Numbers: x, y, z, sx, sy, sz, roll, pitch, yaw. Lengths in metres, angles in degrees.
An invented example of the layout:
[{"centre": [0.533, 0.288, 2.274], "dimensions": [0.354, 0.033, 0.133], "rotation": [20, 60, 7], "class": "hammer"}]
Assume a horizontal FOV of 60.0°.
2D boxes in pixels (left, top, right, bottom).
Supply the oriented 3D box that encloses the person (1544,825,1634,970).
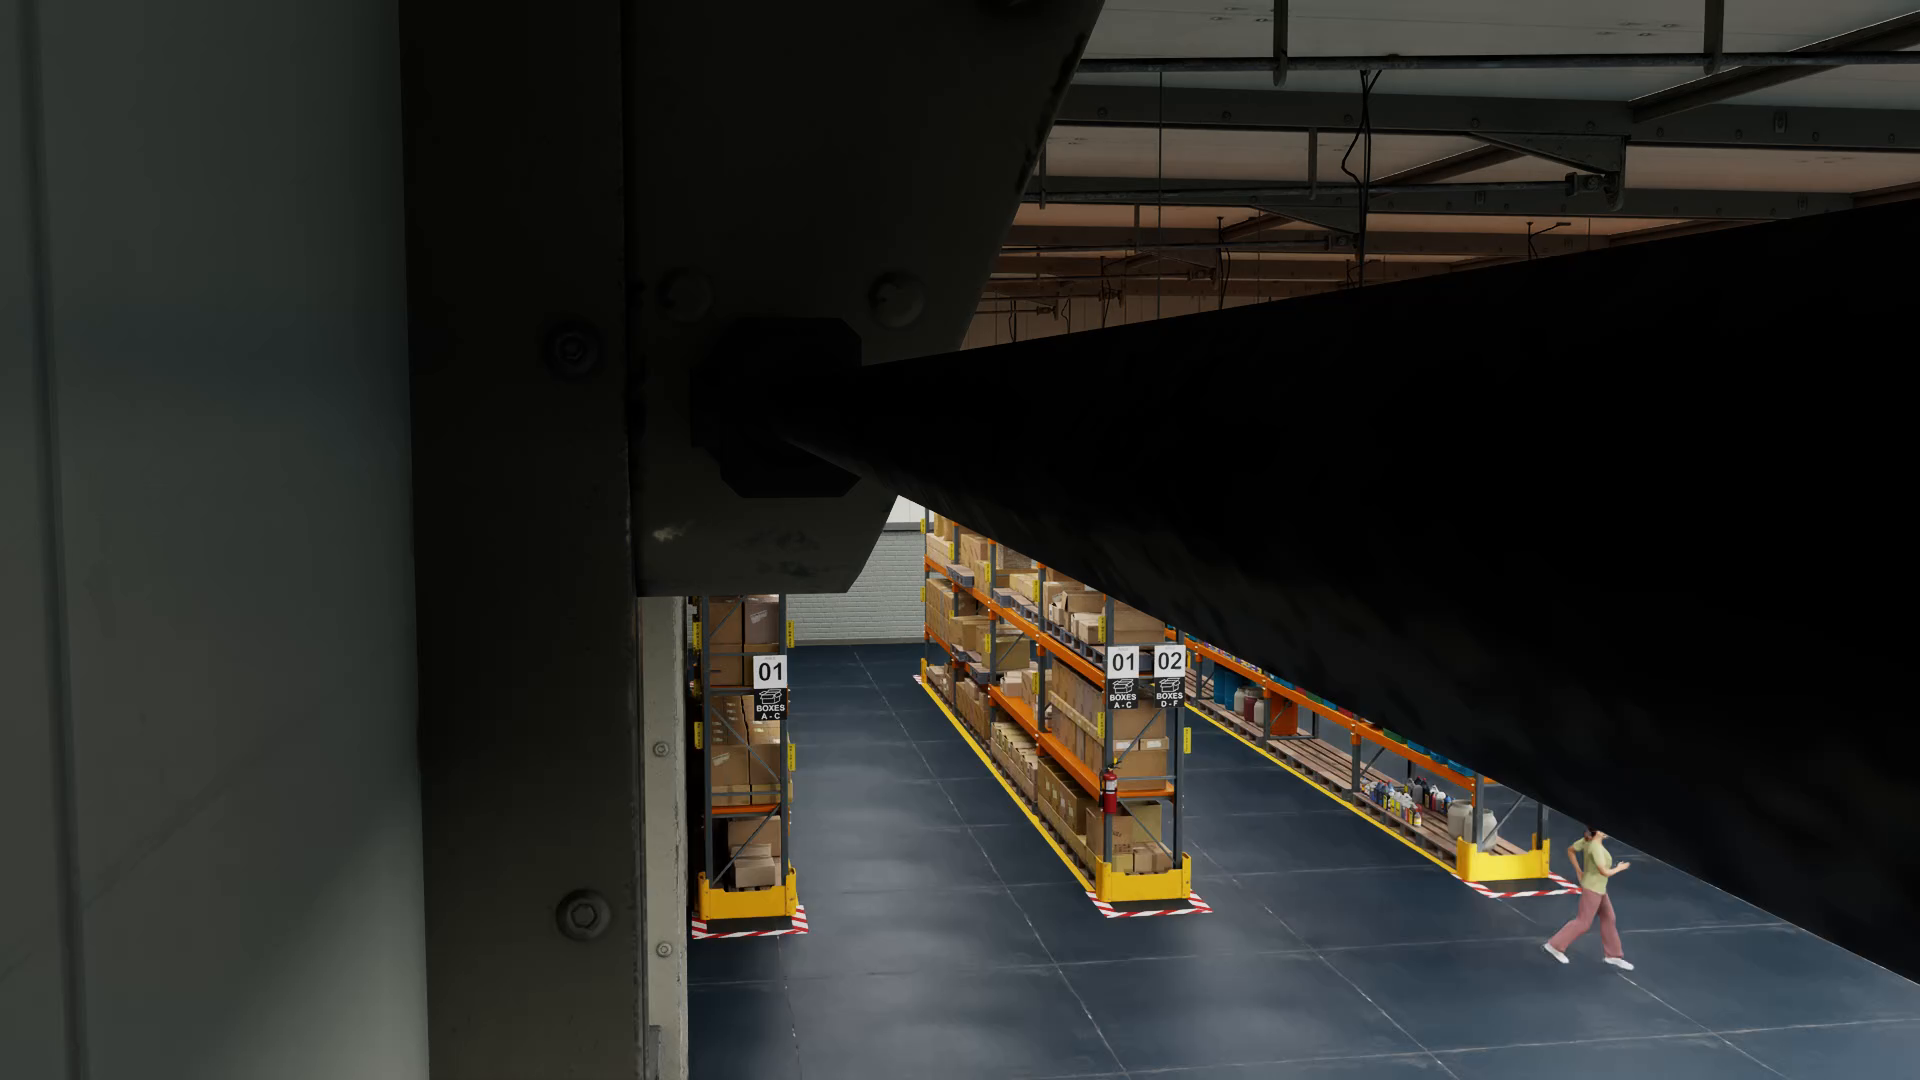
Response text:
[{"centre": [6.923, 3.863, 18.242], "dimensions": [0.948, 1.678, 0.562], "rotation": [1, 5, 13], "class": "person"}]
